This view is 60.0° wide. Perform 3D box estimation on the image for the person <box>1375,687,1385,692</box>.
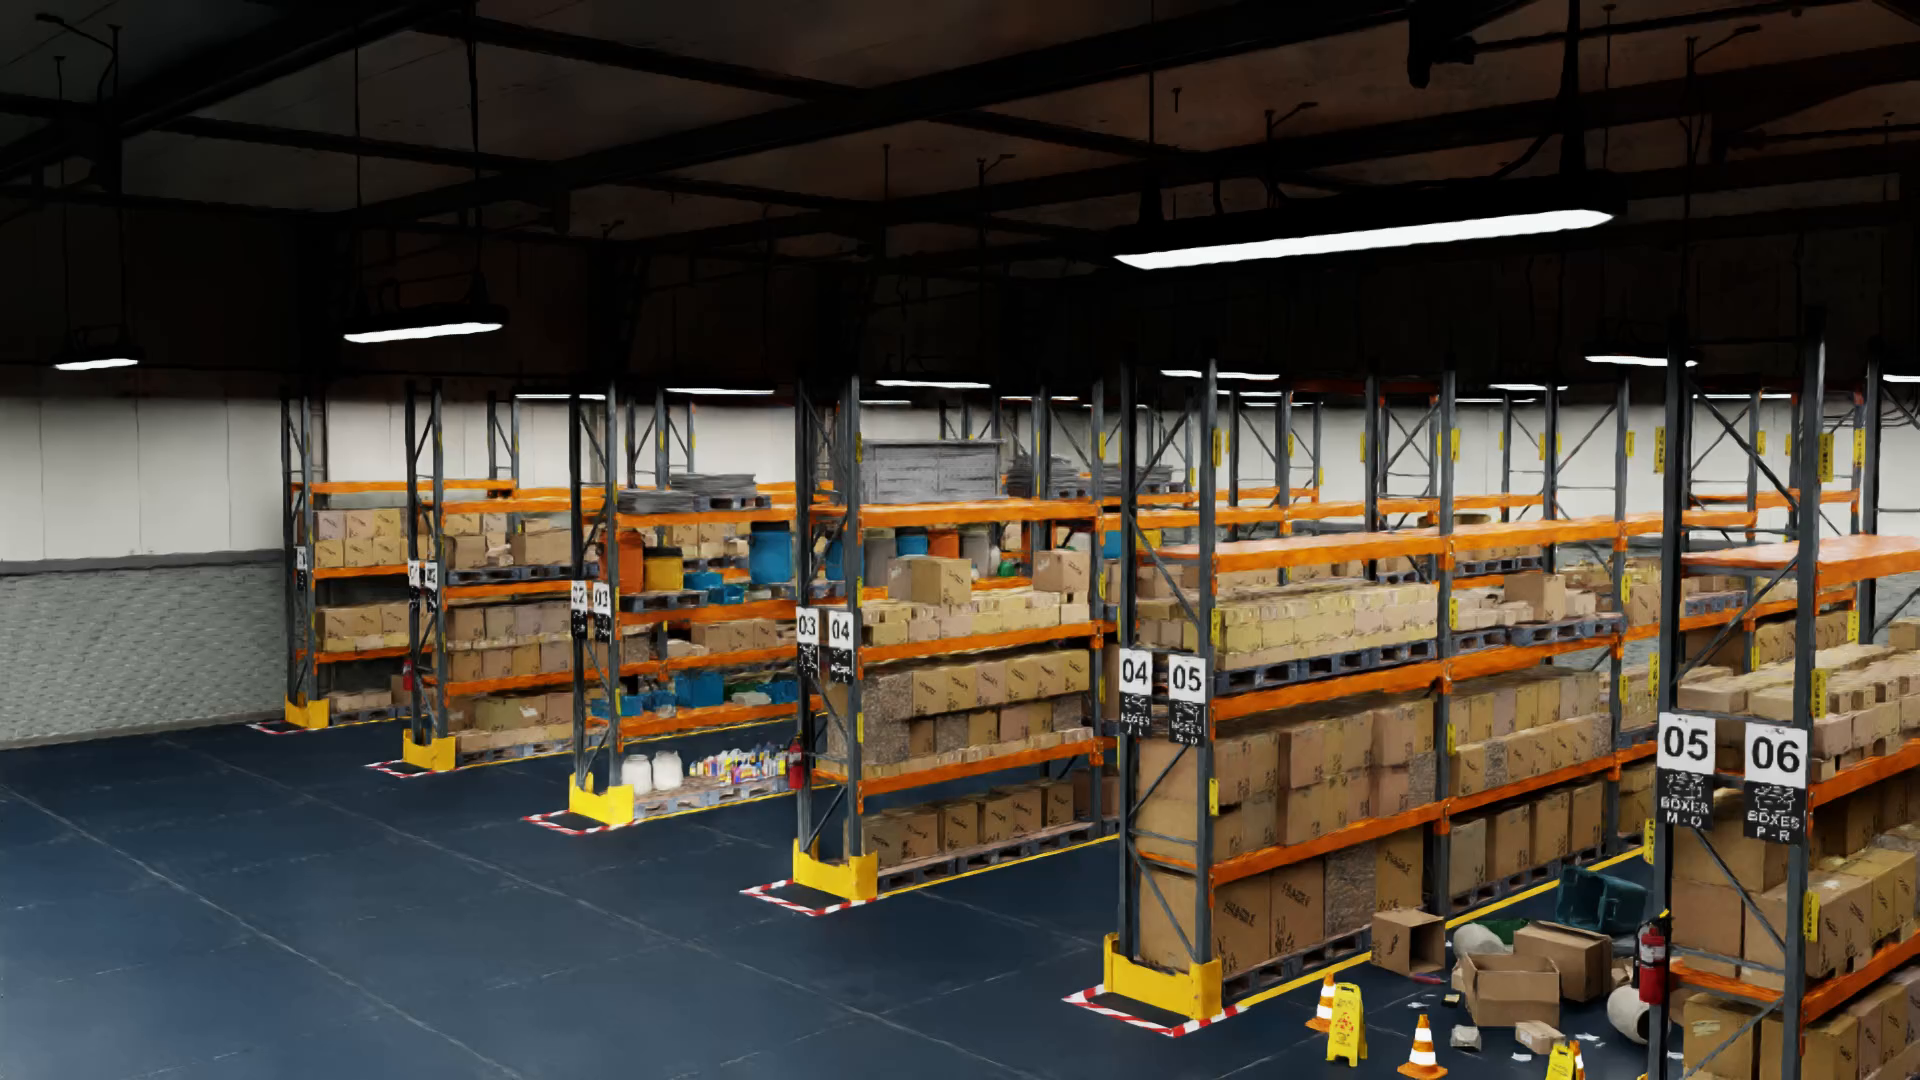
[{"bbox_3d":[5.927,2.805,23.440,1.031,1.712,0.554,-4,5,-44],"label":"person"}]
